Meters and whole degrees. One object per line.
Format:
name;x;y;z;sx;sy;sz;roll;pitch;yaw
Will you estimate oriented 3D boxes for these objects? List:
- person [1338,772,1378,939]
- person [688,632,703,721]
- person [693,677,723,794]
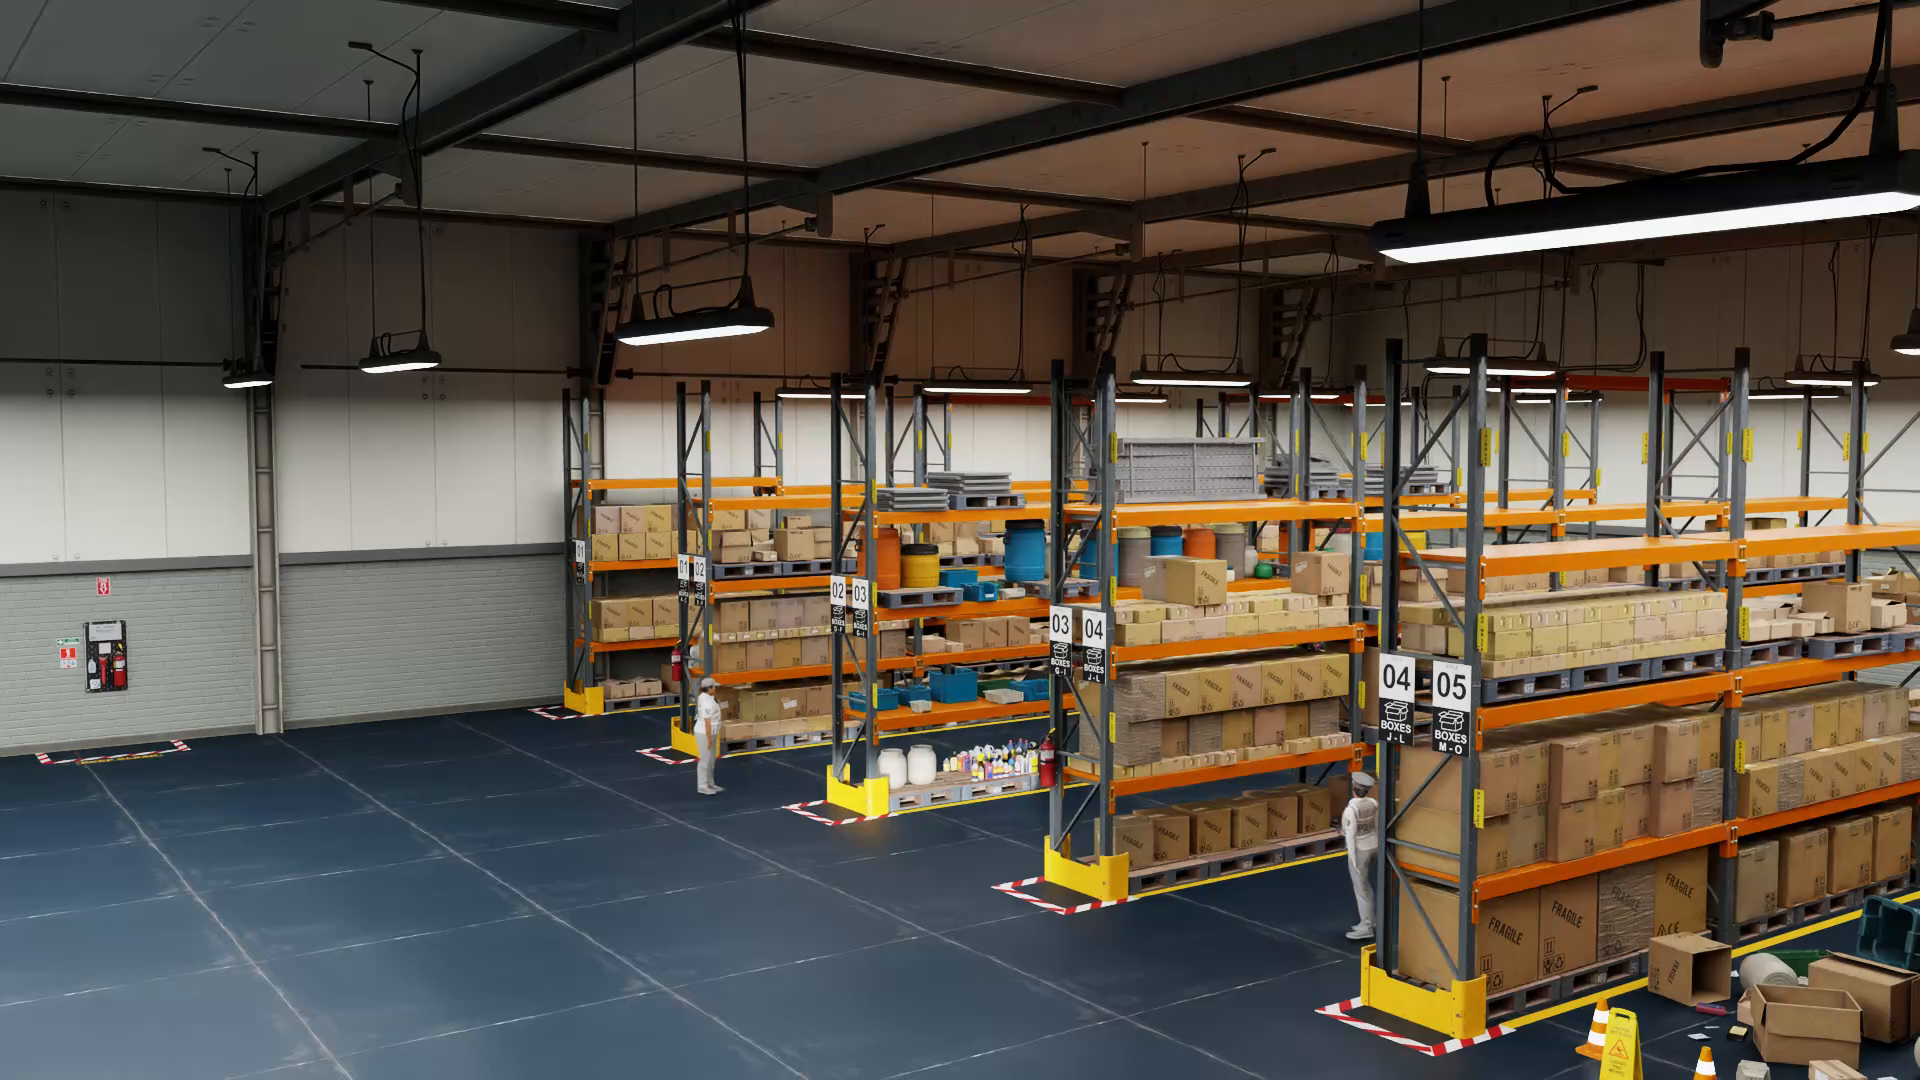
person;4.141;3.231;17.102;0.399;1.723;0.621;3;5;42
person;-4.657;2.466;29.919;0.499;1.568;0.339;-1;4;-19
person;-3.618;2.800;23.840;0.405;1.675;0.504;0;4;-3
